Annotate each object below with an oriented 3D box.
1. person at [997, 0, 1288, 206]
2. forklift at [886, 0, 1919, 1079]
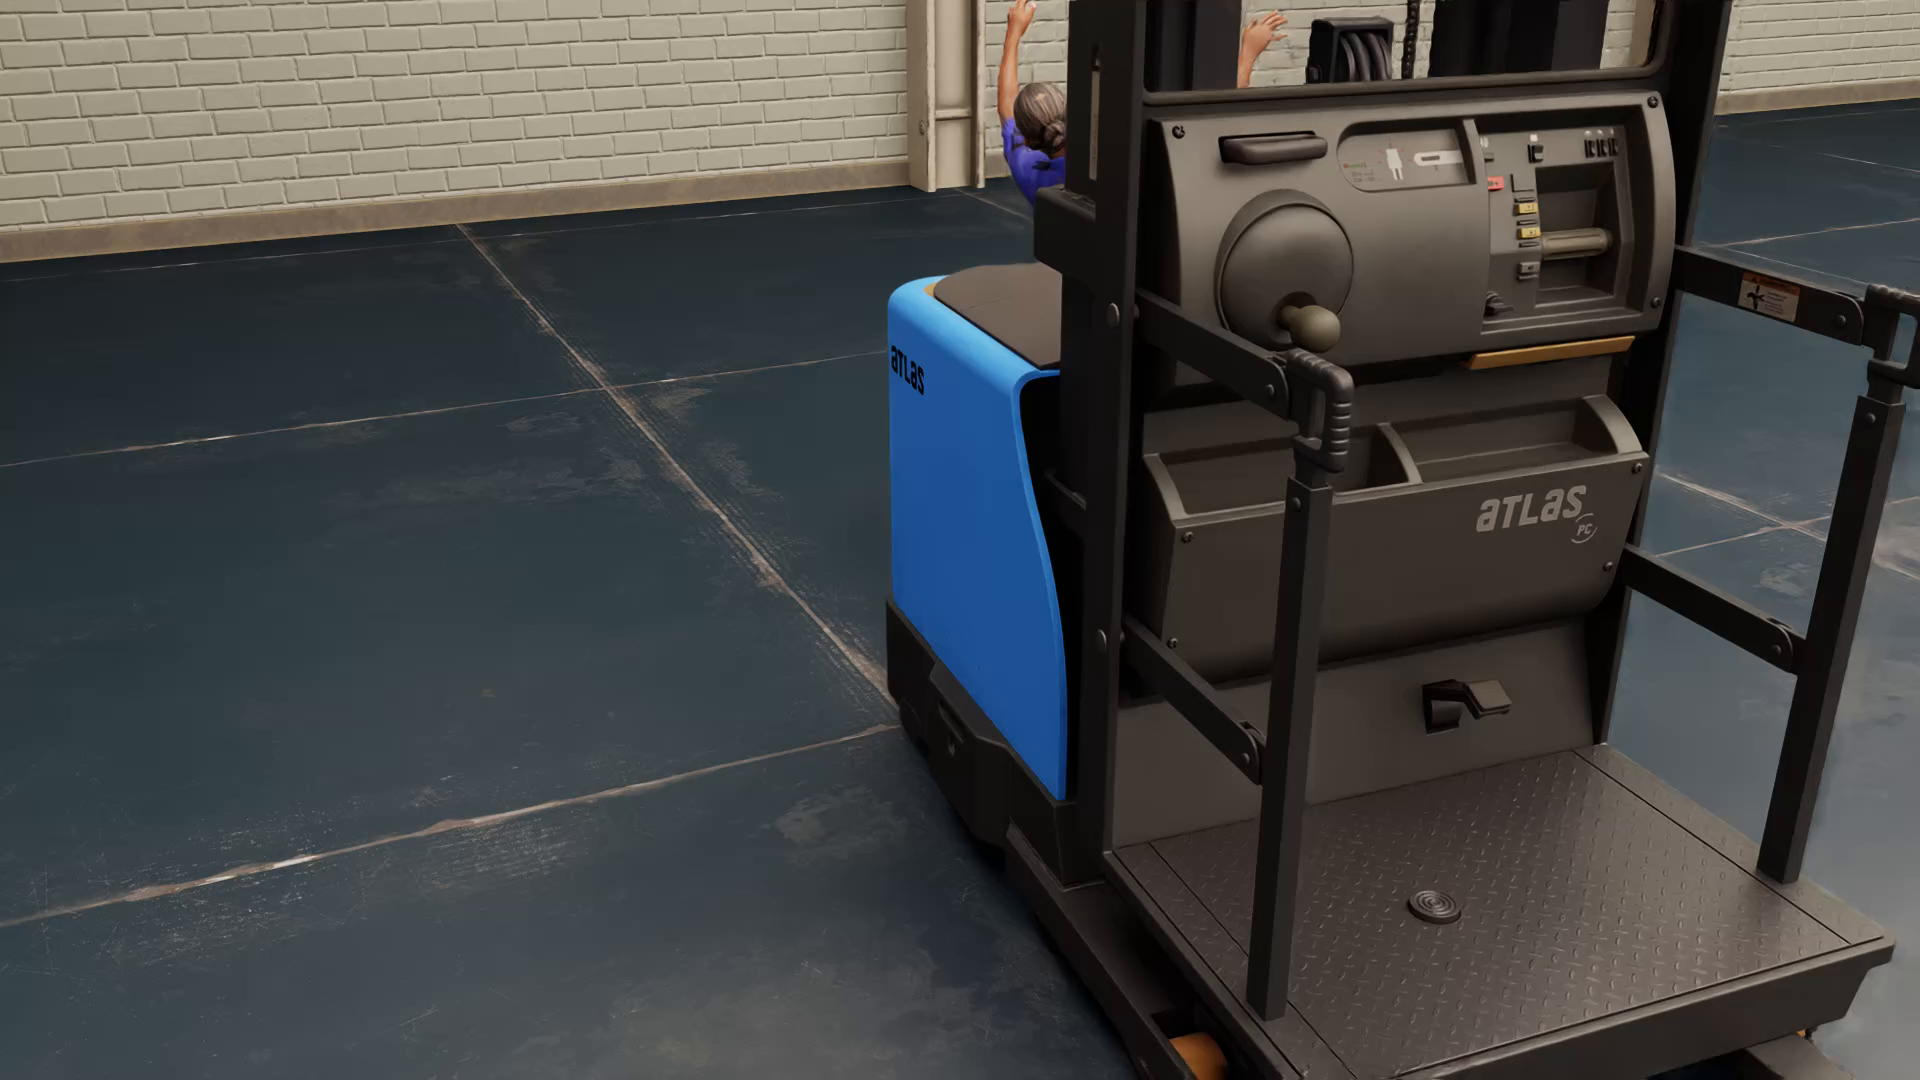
[{"bbox_3d":[0.424,-0.818,5.072,0.708,1.563,0.885,-19,29,-38],"label":"person"},{"bbox_3d":[0.822,-0.483,2.449,1.130,2.935,3.031,-8,24,-19],"label":"forklift"}]
